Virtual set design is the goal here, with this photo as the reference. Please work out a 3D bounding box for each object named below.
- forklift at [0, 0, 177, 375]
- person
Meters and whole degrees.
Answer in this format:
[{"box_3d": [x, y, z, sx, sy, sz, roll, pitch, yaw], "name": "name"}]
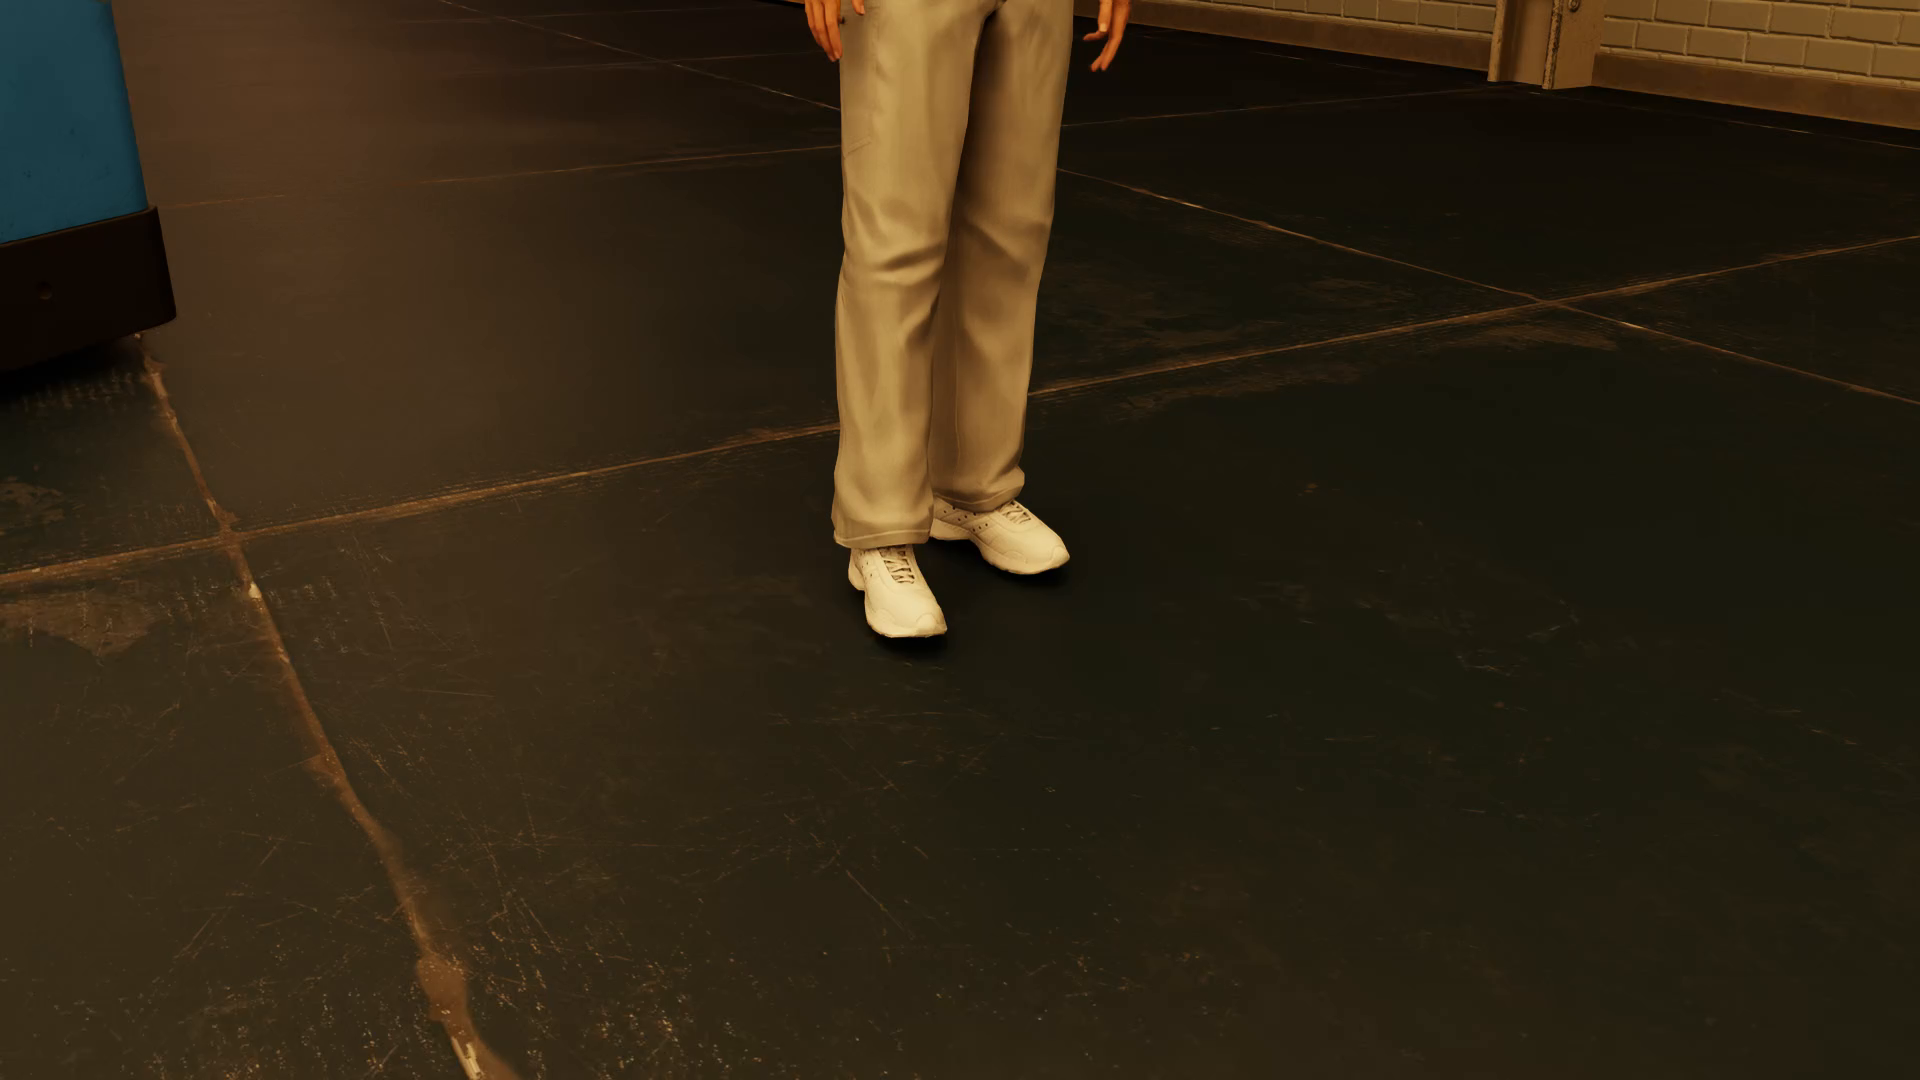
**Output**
[{"box_3d": [-3.278, -1.809, 3.182, 3.031, 2.935, 1.130, 8, 24, 19], "name": "forklift"}, {"box_3d": [0.026, -0.755, 2.248, 0.550, 1.673, 0.548, -12, 25, -28], "name": "person"}]
